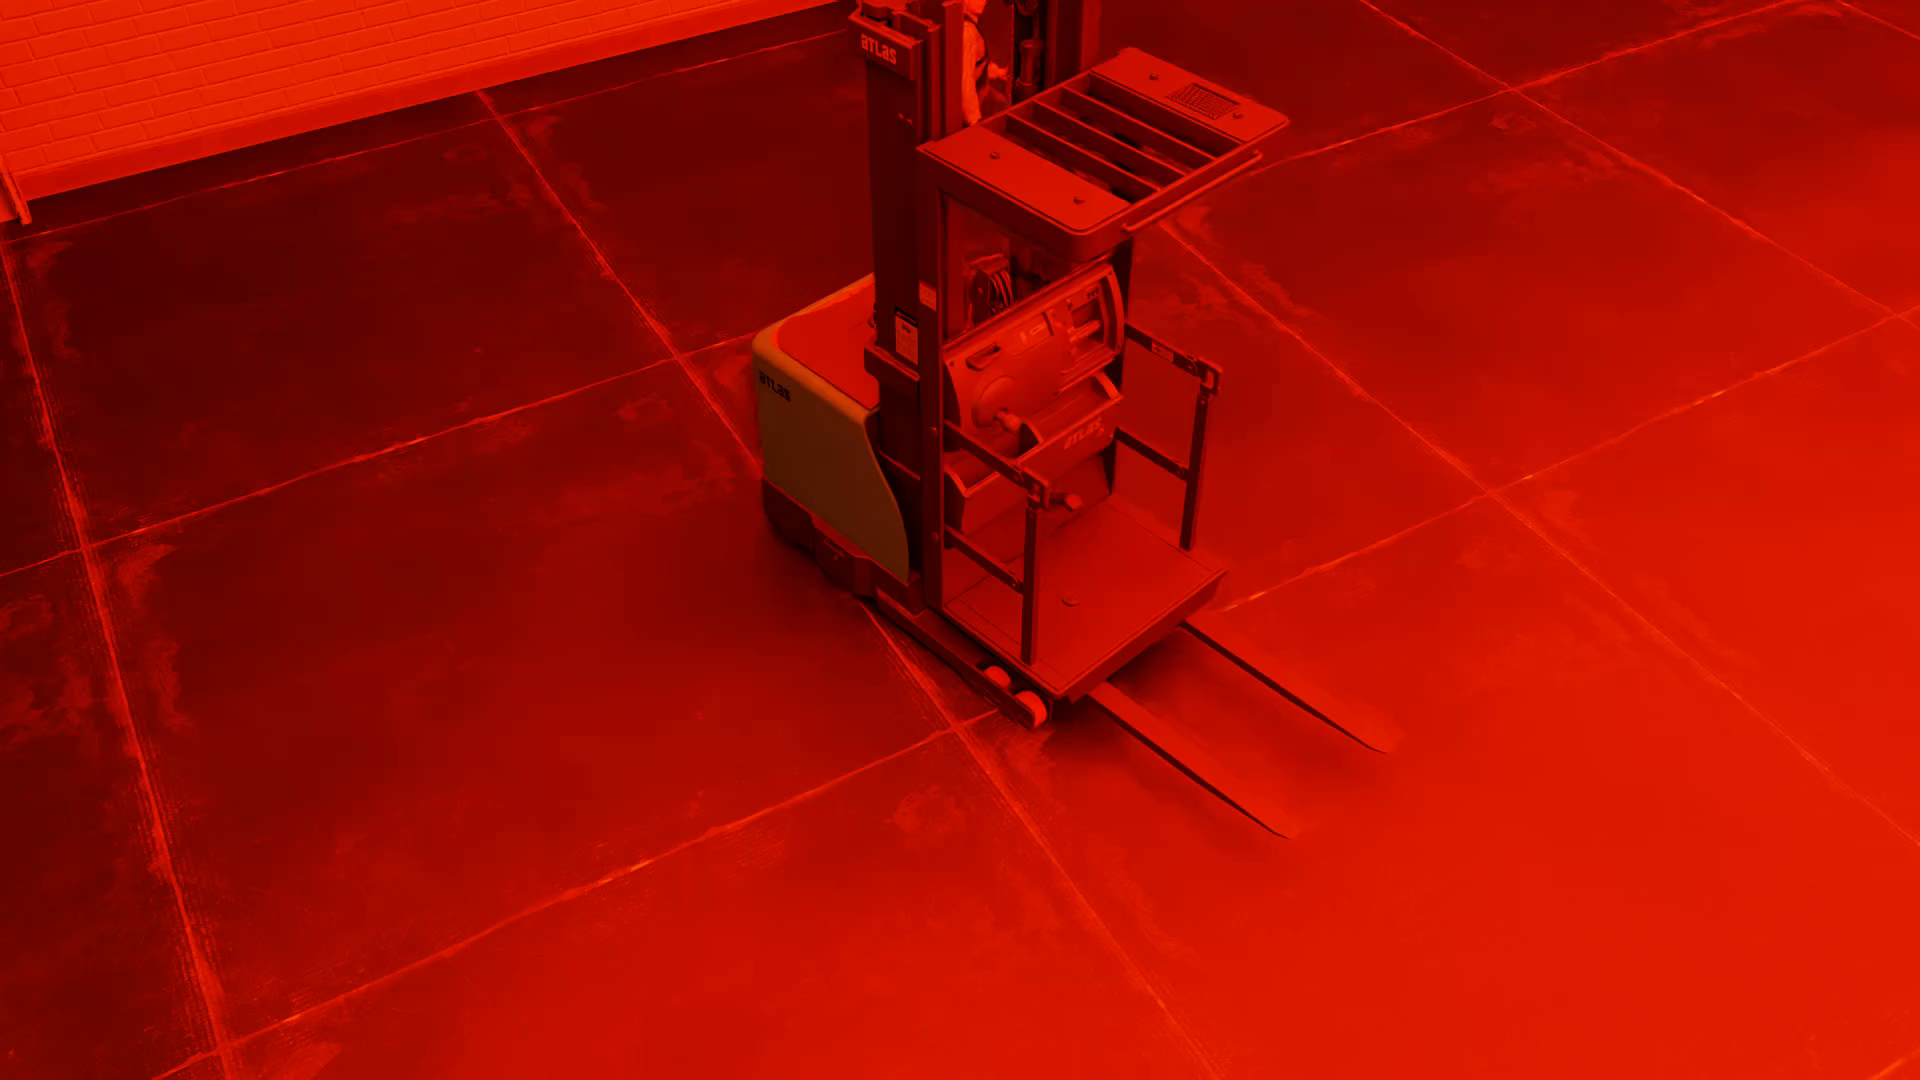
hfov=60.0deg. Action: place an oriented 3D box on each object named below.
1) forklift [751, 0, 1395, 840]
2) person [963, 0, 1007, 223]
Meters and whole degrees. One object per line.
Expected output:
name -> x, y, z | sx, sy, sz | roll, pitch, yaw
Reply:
forklift -> 0.452, -0.677, 6.428 | 1.130, 2.935, 3.031 | -33, 52, -30
person -> 0.141, -2.415, 9.336 | 0.770, 1.555, 0.745 | -27, 49, -26
